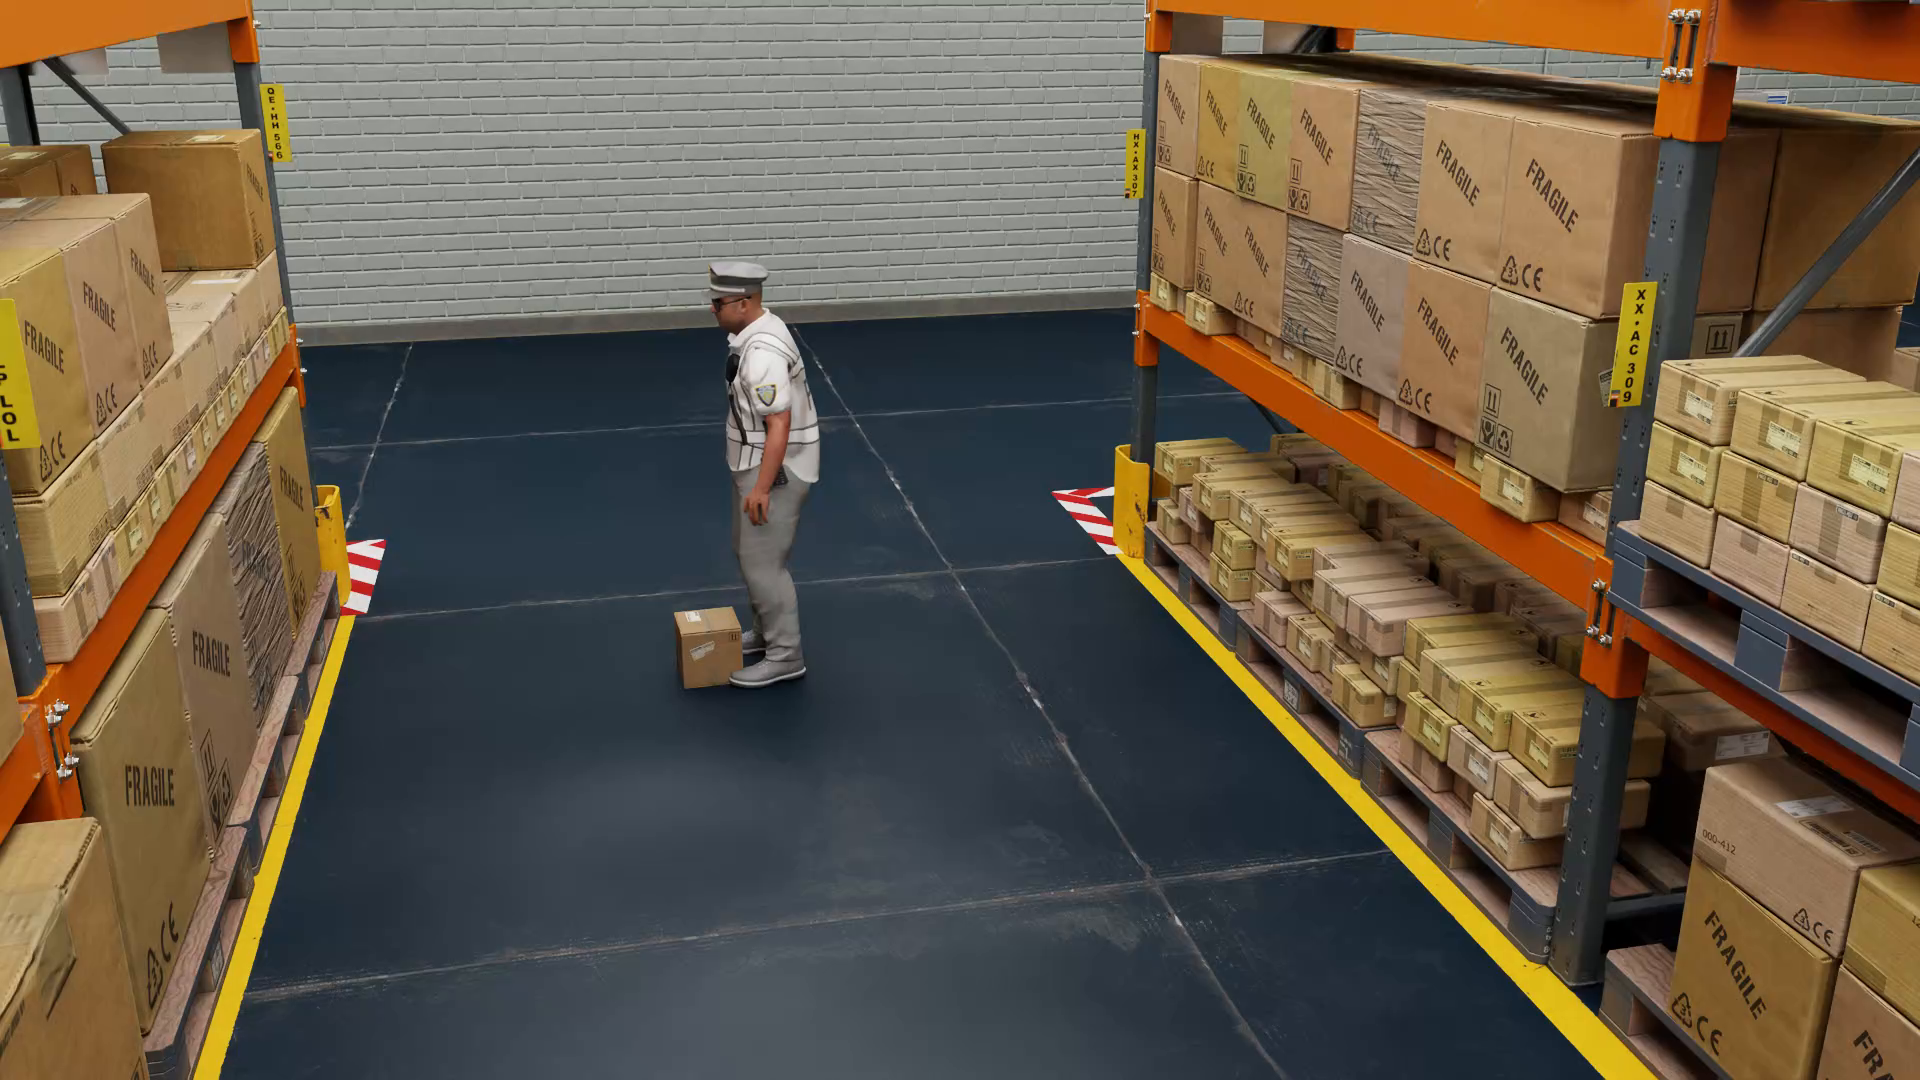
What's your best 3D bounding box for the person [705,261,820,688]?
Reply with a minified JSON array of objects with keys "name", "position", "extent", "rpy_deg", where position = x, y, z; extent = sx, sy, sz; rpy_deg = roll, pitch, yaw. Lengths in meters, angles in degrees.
[{"name":"person","position":[-0.800,-0.280,6.848],"extent":[0.433,1.748,0.584],"rpy_deg":[-4,20,-12]}]
